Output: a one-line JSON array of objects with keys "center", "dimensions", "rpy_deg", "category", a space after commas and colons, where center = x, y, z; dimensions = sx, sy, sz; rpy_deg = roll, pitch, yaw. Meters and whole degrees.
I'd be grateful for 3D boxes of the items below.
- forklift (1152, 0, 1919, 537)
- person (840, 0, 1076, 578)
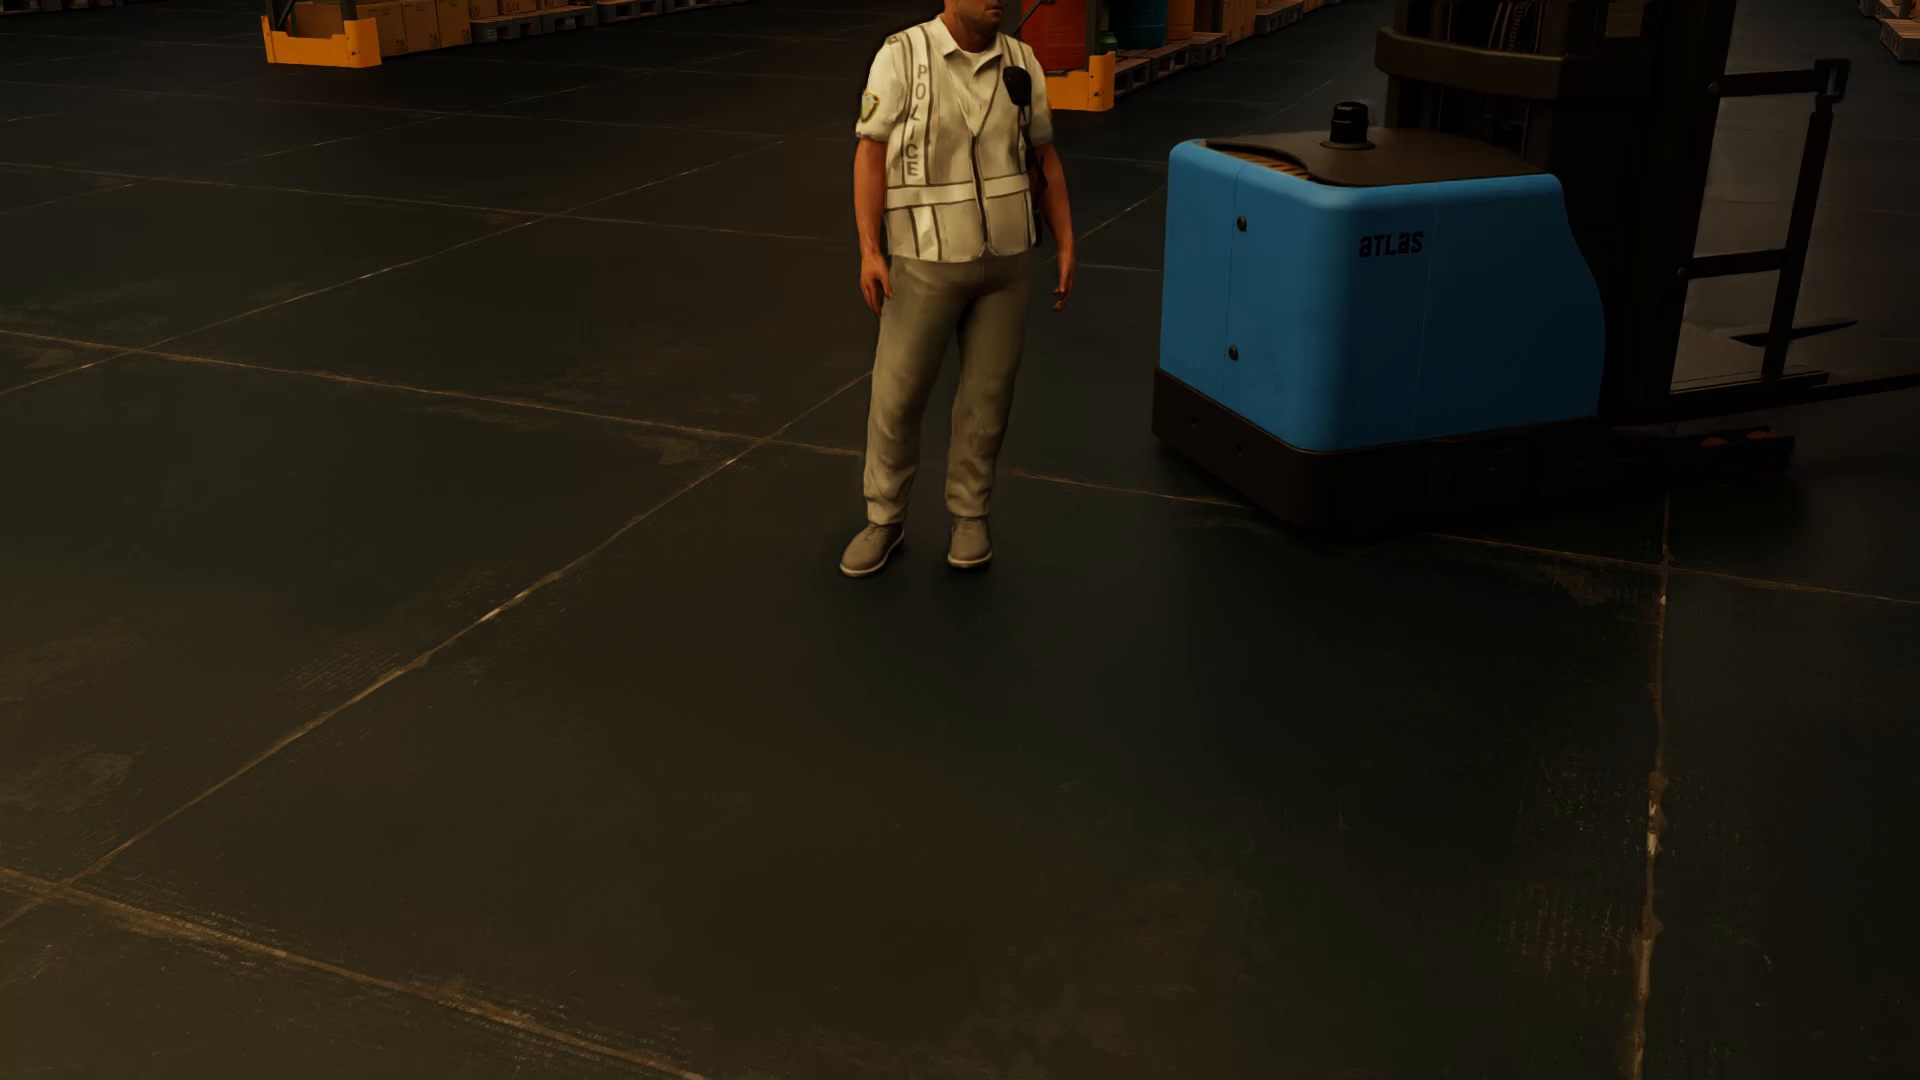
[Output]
[{"center": [2.240, -1.704, 5.370], "dimensions": [3.031, 2.935, 1.130], "rpy_deg": [-8, 24, -19], "category": "forklift"}, {"center": [-0.026, -0.798, 4.704], "dimensions": [0.748, 1.781, 0.428], "rpy_deg": [-9, 24, -21], "category": "person"}]
